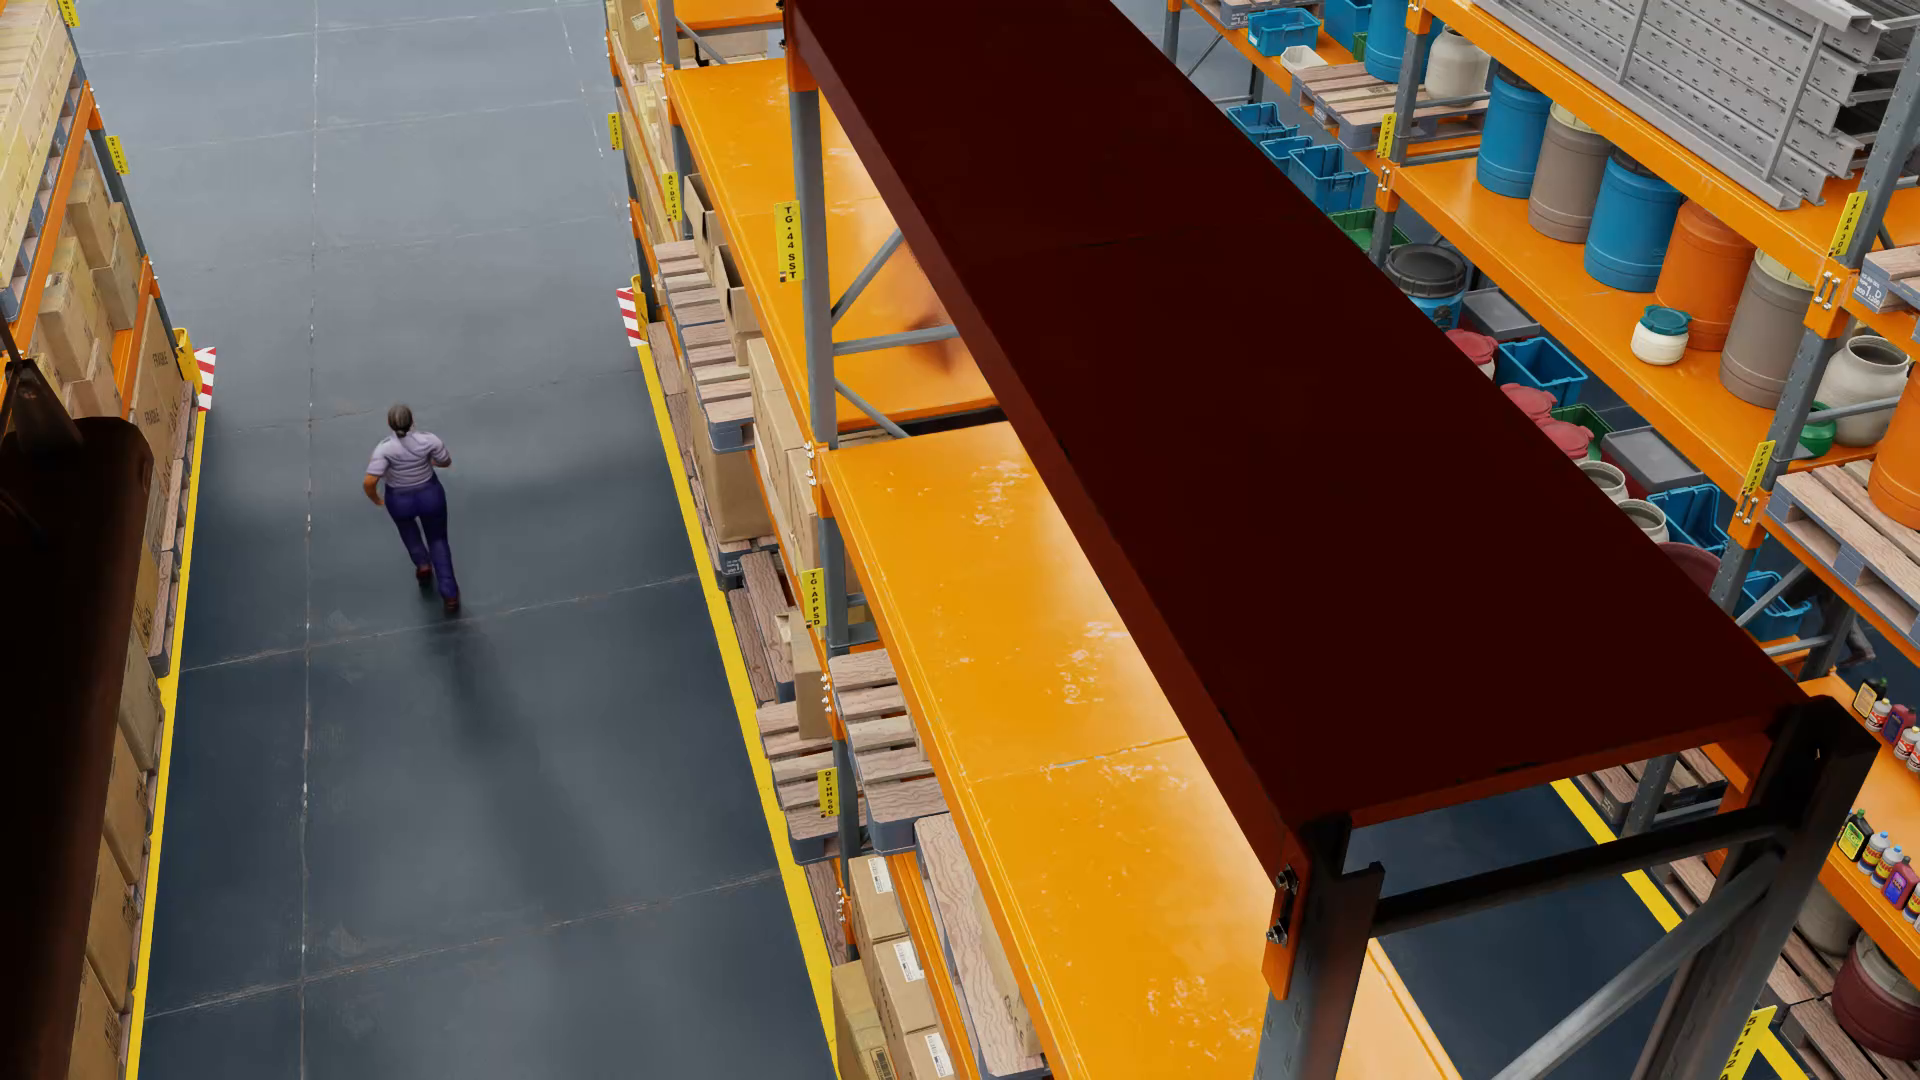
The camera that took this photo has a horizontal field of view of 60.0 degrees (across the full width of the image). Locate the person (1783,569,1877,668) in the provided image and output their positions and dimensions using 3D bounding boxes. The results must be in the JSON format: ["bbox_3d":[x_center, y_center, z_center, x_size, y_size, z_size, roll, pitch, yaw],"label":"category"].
[{"bbox_3d":[5.966,0.213,11.255,0.585,1.648,0.834,-14,41,-17],"label":"person"}]

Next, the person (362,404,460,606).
[{"bbox_3d":[-3.894,-0.259,11.895,0.610,1.641,0.706,-13,40,-16],"label":"person"}]
